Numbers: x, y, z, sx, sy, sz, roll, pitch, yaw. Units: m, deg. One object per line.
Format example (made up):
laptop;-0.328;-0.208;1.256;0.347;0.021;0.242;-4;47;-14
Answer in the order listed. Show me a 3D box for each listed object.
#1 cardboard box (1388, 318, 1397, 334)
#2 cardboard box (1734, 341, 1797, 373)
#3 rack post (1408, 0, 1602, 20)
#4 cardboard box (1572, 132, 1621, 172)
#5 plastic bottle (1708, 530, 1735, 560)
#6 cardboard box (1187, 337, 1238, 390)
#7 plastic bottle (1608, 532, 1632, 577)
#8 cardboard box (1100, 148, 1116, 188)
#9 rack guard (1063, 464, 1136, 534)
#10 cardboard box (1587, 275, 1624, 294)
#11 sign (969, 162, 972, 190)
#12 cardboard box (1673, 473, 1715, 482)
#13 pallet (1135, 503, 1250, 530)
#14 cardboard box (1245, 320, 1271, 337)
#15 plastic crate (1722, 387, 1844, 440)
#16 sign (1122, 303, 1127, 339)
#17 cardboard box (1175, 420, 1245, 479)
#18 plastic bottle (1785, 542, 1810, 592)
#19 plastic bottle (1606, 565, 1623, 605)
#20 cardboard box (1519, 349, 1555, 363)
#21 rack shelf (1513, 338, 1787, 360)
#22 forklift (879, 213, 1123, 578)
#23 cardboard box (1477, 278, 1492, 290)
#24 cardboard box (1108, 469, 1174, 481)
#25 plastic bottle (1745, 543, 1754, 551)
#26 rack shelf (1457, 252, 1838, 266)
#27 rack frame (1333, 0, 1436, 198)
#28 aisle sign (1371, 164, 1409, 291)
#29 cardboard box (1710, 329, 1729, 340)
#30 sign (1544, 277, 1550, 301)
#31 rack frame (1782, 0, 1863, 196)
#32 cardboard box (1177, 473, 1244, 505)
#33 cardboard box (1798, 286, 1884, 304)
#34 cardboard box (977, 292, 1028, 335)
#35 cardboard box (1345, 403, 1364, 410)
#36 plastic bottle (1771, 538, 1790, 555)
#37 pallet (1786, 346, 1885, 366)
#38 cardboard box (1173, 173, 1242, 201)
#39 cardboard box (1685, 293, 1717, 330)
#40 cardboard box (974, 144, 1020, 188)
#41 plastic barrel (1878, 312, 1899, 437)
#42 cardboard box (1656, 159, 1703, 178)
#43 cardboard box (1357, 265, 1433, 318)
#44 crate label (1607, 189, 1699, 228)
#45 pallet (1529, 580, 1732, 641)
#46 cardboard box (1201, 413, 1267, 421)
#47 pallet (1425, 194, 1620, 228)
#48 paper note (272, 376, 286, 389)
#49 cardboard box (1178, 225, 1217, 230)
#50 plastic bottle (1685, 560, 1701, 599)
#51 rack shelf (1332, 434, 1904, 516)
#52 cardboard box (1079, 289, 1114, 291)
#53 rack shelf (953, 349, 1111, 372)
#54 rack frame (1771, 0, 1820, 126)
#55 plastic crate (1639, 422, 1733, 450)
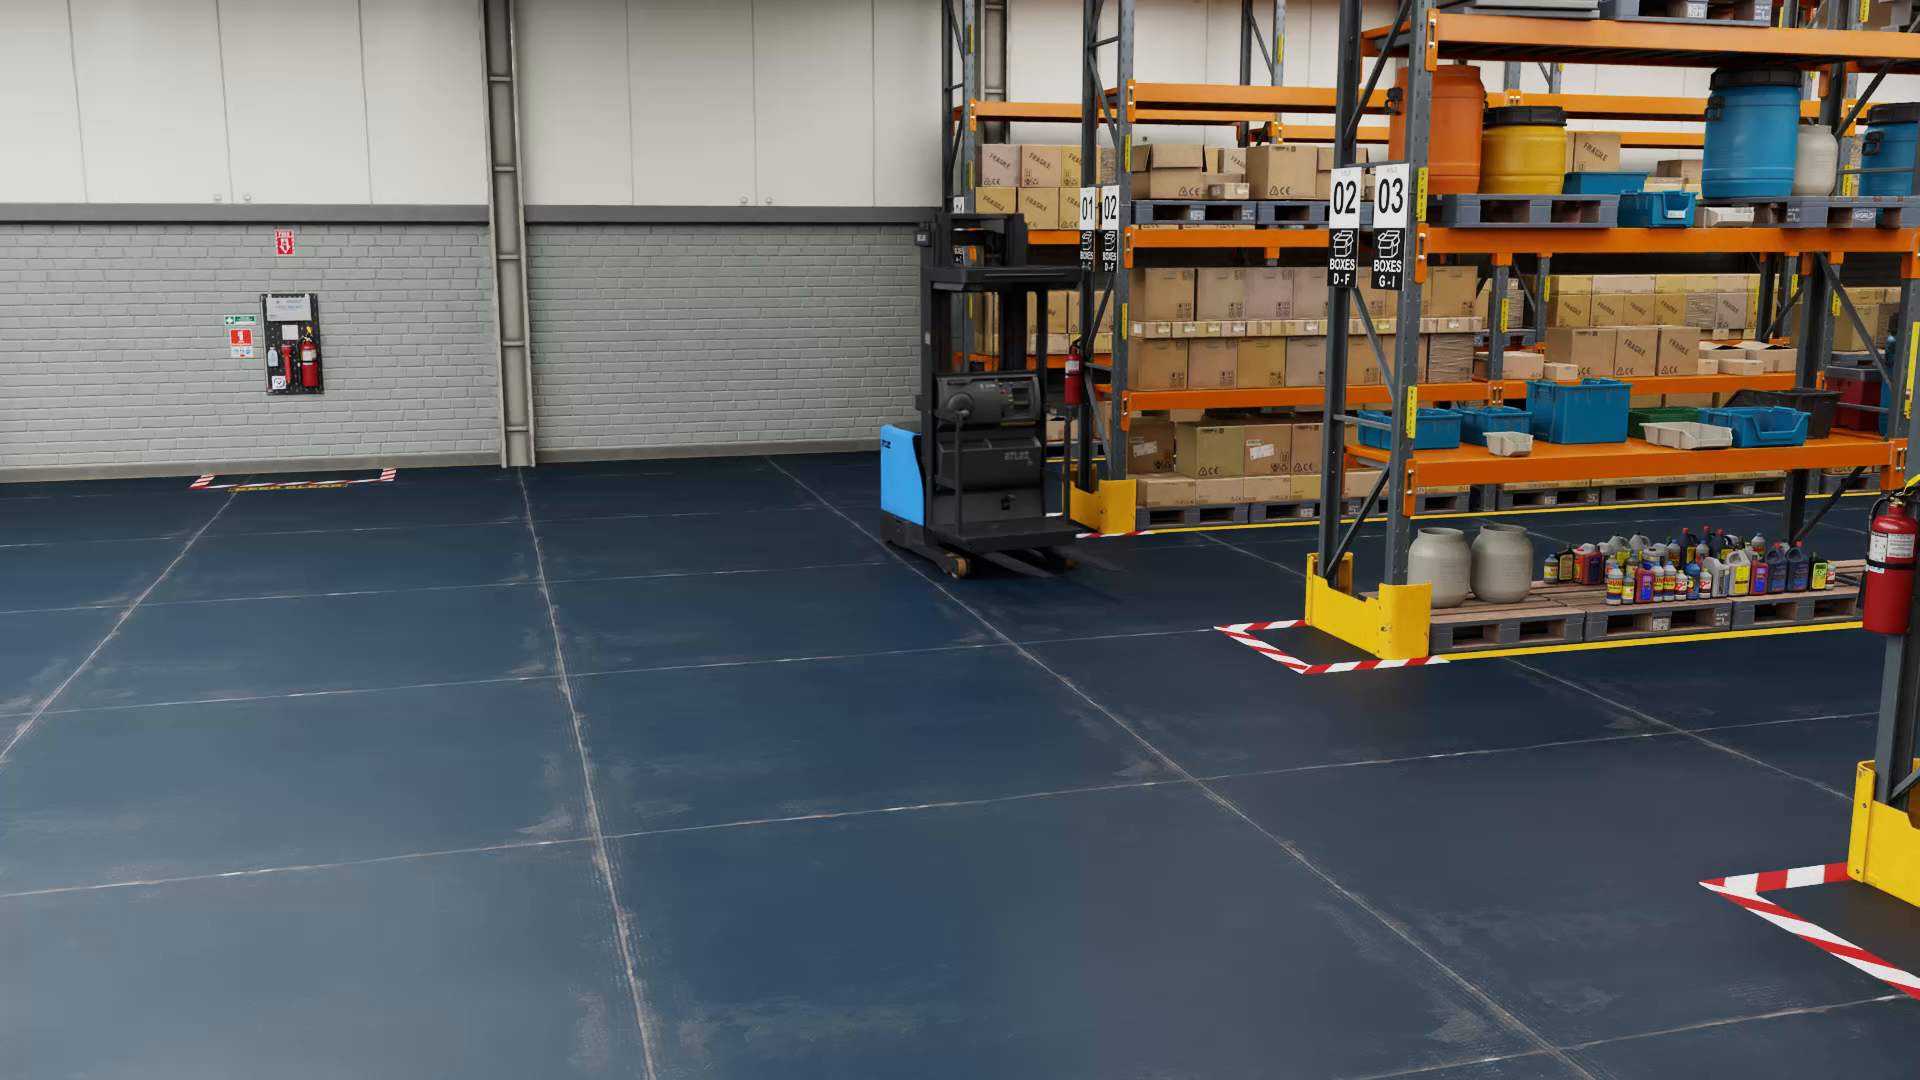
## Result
cardboard box;4.260;-2.120;16.415;0.250;0.149;0.380;-3;11;-16
cardboard box;8.681;-1.990;18.022;0.500;0.311;0.500;-2;11;-12
rack post;3.503;-3.499;10.785;0.954;0.300;0.937;-2;11;-10
cardboard box;6.345;-3.876;16.920;0.500;0.500;0.500;-2;11;-10
plastic bottle;5.732;0.099;12.529;0.185;0.351;0.144;-3;11;-16
cardboard box;2.316;-1.738;16.130;0.500;0.500;0.700;-3;11;-14
plastic bottle;4.924;0.114;12.445;0.185;0.351;0.144;-3;11;-14
cardboard box;1.799;-4.669;20.949;0.500;0.500;0.500;-3;11;-16
rack guard;1.338;-0.409;16.094;0.348;0.500;1.175;-3;11;-16
cardboard box;8.678;-3.485;22.674;0.500;0.250;0.500;-3;11;-17
sign;0.125;-4.312;19.687;0.005;0.325;0.100;-3;11;-16
cardboard box;7.628;-0.778;17.628;0.500;0.250;0.500;-3;11;-15
pallet;2.084;-0.315;16.376;1.213;0.211;1.003;-3;11;-16
cardboard box;2.789;-2.043;15.996;0.250;0.149;0.380;-3;11;-18
plastic crate;6.044;-0.946;12.277;0.504;0.338;0.767;-3;11;-16
sign;1.511;-2.008;15.263;0.005;0.325;0.100;-3;11;-16
cardboard box;2.418;-0.877;16.093;0.500;0.500;0.500;-3;11;-16
plastic bottle;6.045;0.188;12.046;0.185;0.351;0.144;-3;11;-17
plastic bottle;4.570;0.309;11.607;0.097;0.271;0.097;0;10;0
cardboard box;5.995;-1.853;17.401;0.258;0.266;0.396;-3;11;-17
rack shelf;9.574;-2.653;23.364;4.000;0.370;1.077;-3;11;-16
forklift;0.332;-1.219;13.779;1.130;2.935;3.031;-5;11;-24
cardboard box;7.027;-3.449;22.416;0.250;0.149;0.380;-5;12;-25
cardboard box;1.793;-0.573;16.511;0.500;0.250;0.500;-3;11;-16
plastic bottle;6.057;0.124;12.807;0.097;0.201;0.097;0;10;0
rack shelf;7.122;-3.065;17.317;4.000;0.370;1.077;-3;11;-16
rack frame;2.742;-3.729;10.652;0.127;3.000;1.000;-3;11;-16
aisle sign;2.755;-2.003;10.664;0.004;0.787;0.394;-3;11;-16
cardboard box;10.515;-2.882;23.261;0.250;0.149;0.380;-3;11;-16
sign;7.815;-3.342;22.142;0.005;0.325;0.100;-3;11;-16
rack frame;9.042;-4.995;17.530;0.127;3.000;1.000;-3;11;-16
cardboard box;2.417;-0.509;16.163;0.500;0.250;0.500;-3;11;-16
cardboard box;12.723;-3.316;24.151;0.700;0.700;0.980;-3;11;-17
cardboard box;0.515;-2.778;20.342;0.500;0.500;0.500;-3;11;-16
cardboard box;4.998;-1.765;22.244;0.500;0.500;0.700;-3;11;-17
plastic bottle;6.005;0.163;12.182;0.185;0.351;0.144;-3;11;-16
pallet;9.673;-1.997;18.343;1.003;0.211;1.213;-3;11;-16
cardboard box;2.393;-3.421;16.131;0.500;0.250;0.500;-3;11;-16
cardboard box;10.150;-3.195;23.167;0.500;0.500;0.500;-3;11;-16
cardboard box;0.411;-4.504;20.054;0.500;0.500;0.500;-4;11;-20
plastic barrel;7.038;-1.195;12.070;0.708;0.901;0.600;-3;11;-16
cardboard box;10.087;-5.166;23.177;0.500;0.250;0.500;-3;11;-18
cardboard box;4.293;-2.480;16.579;0.500;0.500;0.700;-3;11;-16
crate label;4.632;-2.218;11.140;0.408;0.251;0.502;-3;11;-16
pallet;4.753;0.479;12.063;1.213;0.211;1.003;-3;11;-16
cardboard box;2.749;-0.995;16.734;0.500;0.500;0.500;-3;11;-16
pallet;3.564;-2.186;11.076;1.213;0.211;1.003;-3;11;-16
paper note;-7.930;-1.835;19.363;0.142;0.148;0.016;-3;11;-16
cardboard box;2.909;-4.146;20.868;0.500;0.500;0.500;-4;11;-21
plastic bottle;5.190;0.276;11.784;0.097;0.271;0.097;0;10;0
rack shelf;4.662;-0.526;11.810;4.000;0.370;1.077;-3;11;-16
cardboard box;1.831;-2.943;21.238;0.500;0.500;0.500;-3;11;-15
rack shelf;1.893;-2.248;21.165;4.000;0.370;1.077;-3;11;-16
rack frame;11.495;-6.059;23.306;0.127;3.000;1.000;-3;11;-16
plastic crate;5.094;-0.725;11.633;0.437;0.136;0.530;-3;11;-16
